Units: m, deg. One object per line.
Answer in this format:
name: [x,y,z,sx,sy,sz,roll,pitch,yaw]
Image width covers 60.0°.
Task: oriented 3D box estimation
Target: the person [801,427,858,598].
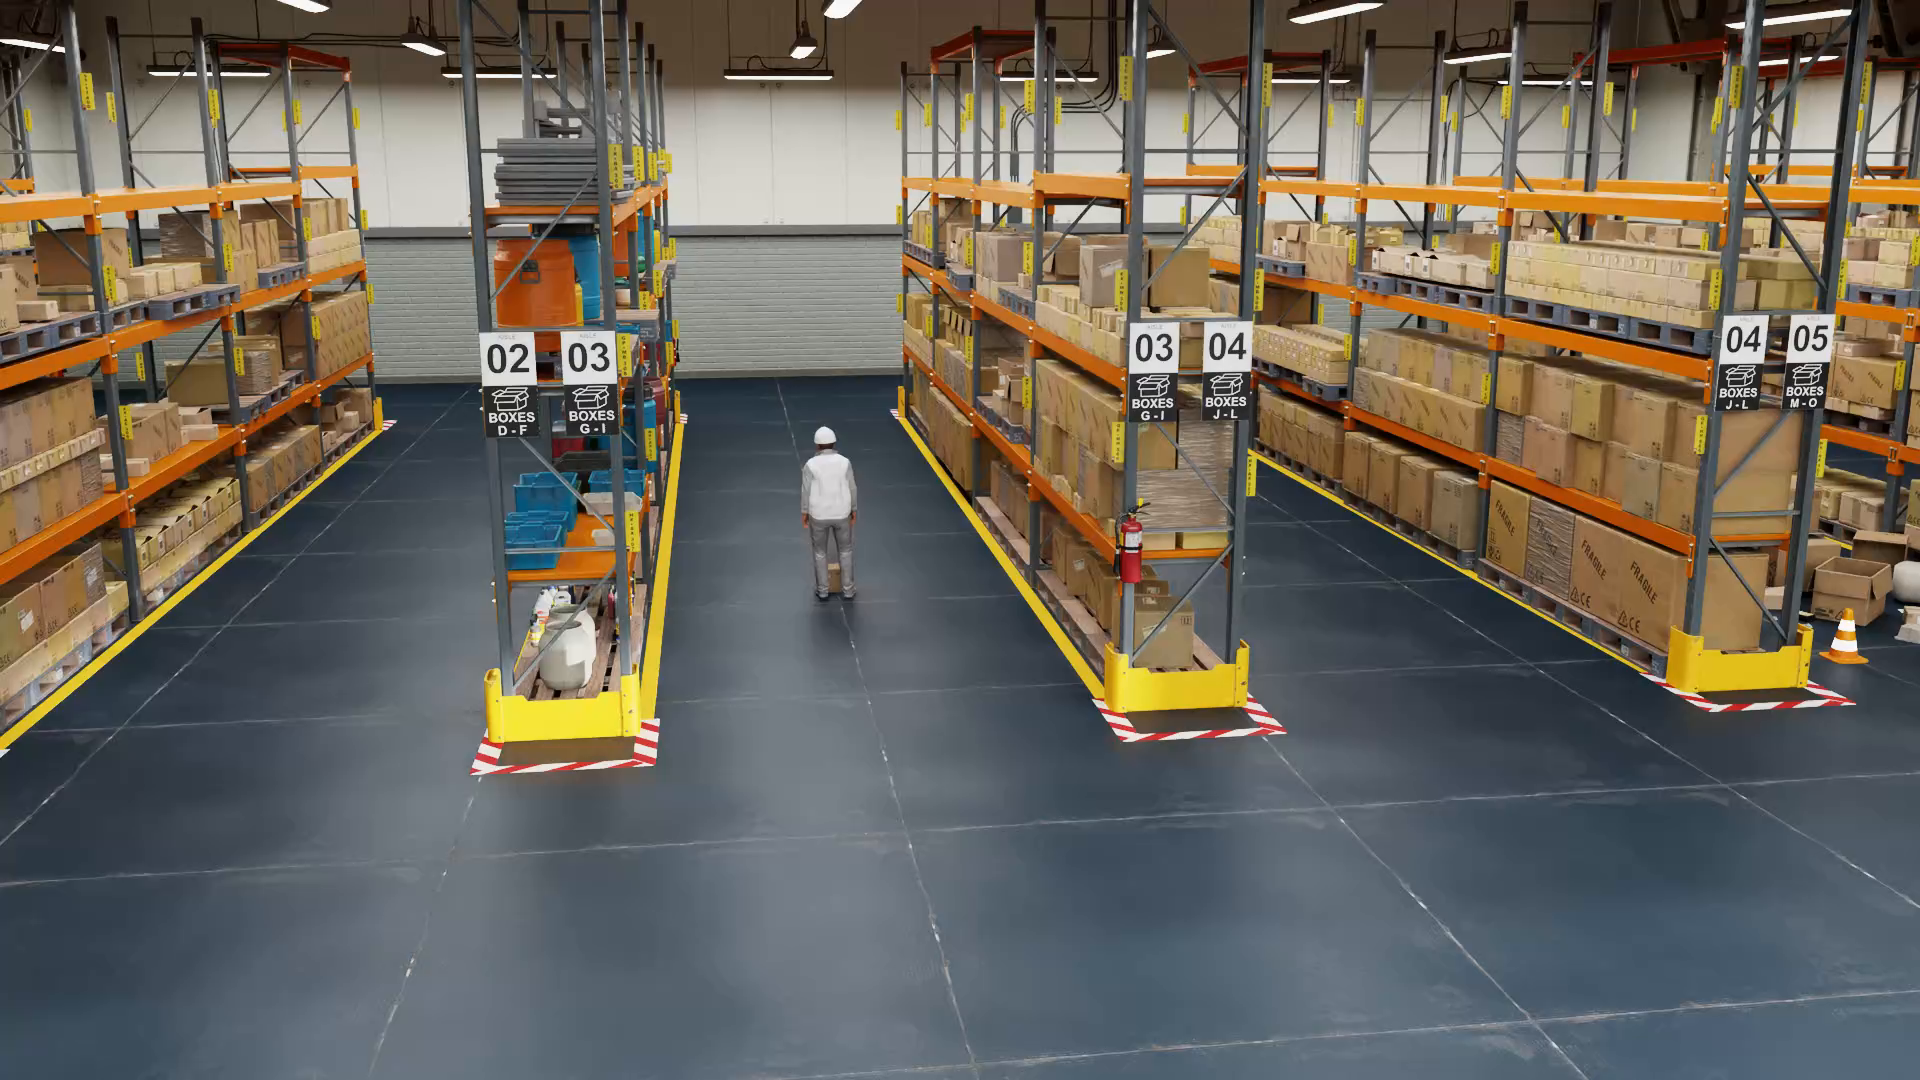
person: [-1.347,-0.279,17.130,0.590,1.770,0.476,-3,13,-12]
